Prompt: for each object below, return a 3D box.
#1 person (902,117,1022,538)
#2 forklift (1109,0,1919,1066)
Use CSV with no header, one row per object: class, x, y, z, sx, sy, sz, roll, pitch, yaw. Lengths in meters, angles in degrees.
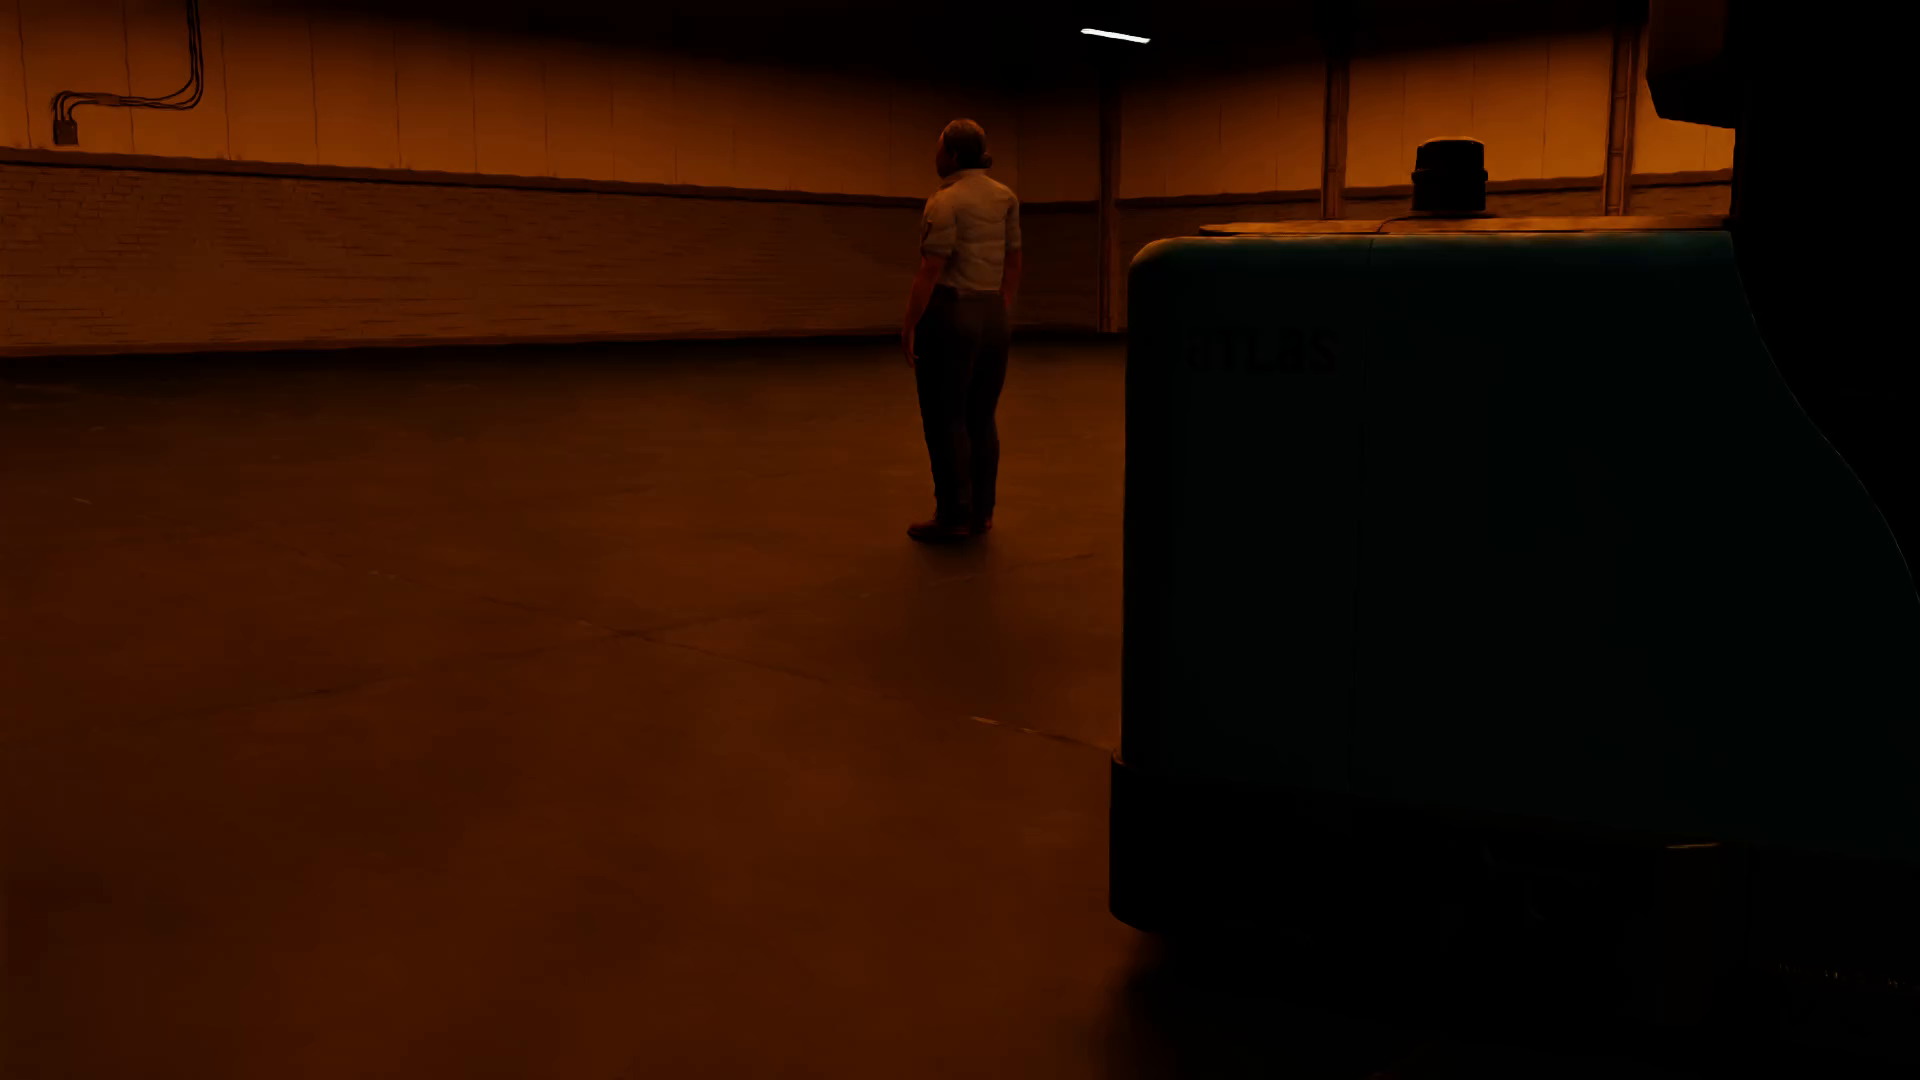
person,-0.049,-0.833,6.672,0.502,1.650,0.599,8,12,43
forklift,1.789,-0.790,2.121,3.031,2.935,1.130,4,9,24
